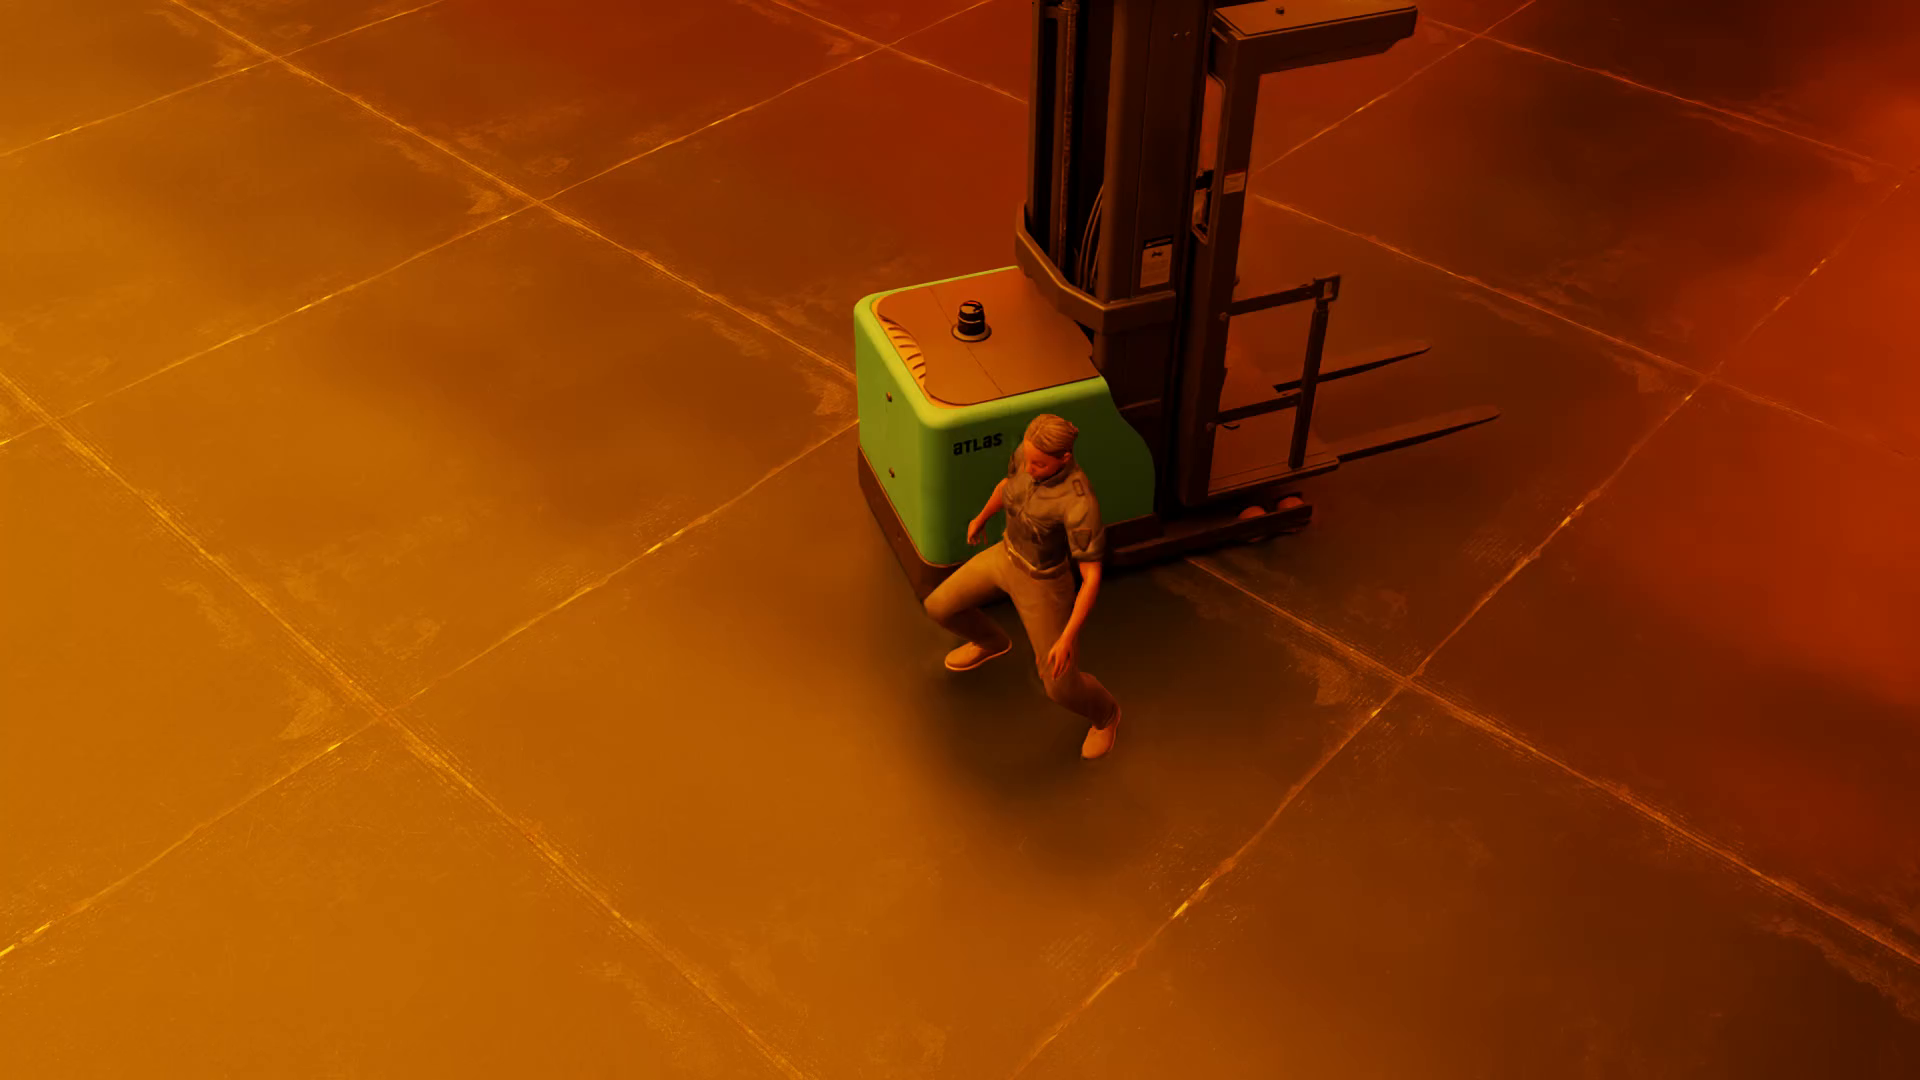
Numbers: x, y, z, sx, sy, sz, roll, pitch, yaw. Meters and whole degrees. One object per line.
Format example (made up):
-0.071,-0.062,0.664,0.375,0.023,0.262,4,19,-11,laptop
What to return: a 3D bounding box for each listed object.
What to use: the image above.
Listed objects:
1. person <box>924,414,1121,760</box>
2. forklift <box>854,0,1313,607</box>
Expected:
0.286,0.154,6.364,0.619,1.531,0.865,-21,45,-23,person
1.092,-1.411,7.073,3.031,2.935,1.130,-14,43,-16,forklift
